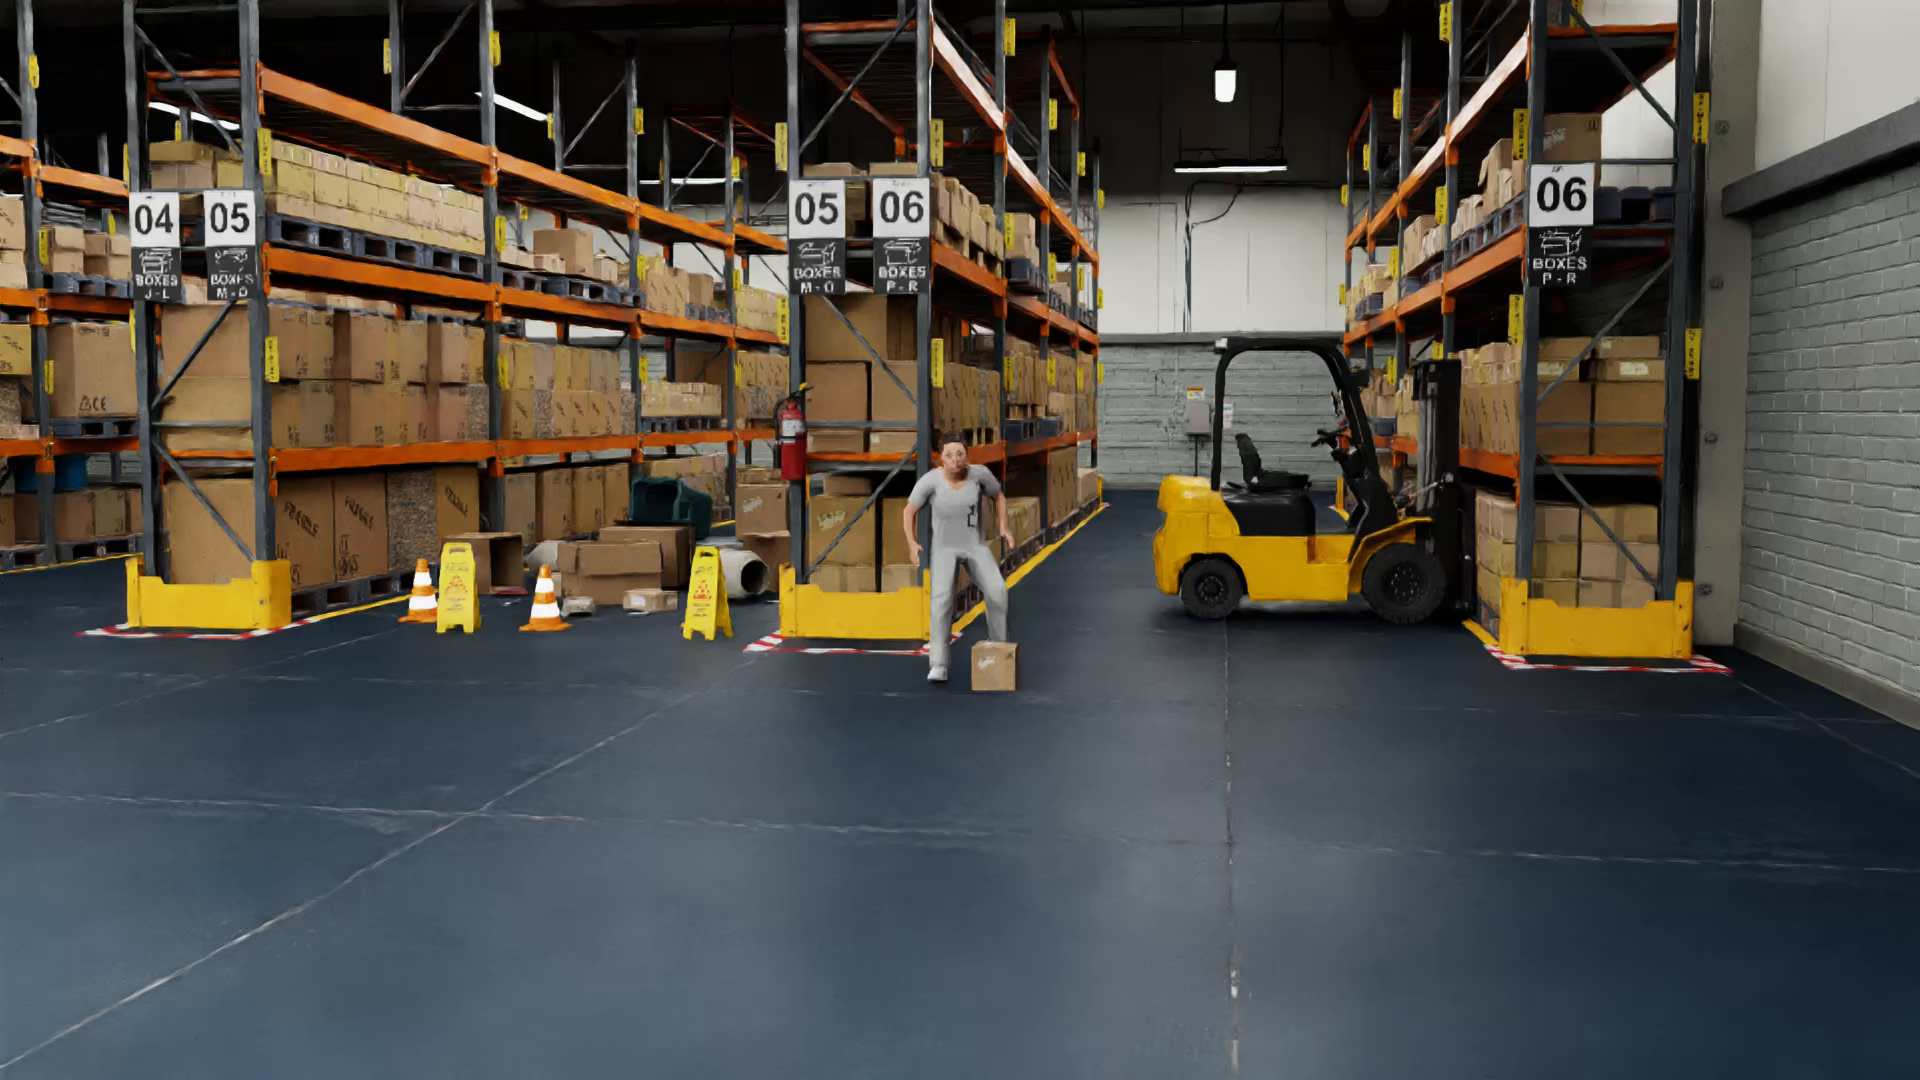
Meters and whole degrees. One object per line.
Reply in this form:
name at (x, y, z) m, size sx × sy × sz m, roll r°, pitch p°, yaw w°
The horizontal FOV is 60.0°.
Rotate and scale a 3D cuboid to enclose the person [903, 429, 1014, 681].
person at (0.007, 0.082, 9.956) m, size 0.667 × 1.485 × 0.730 m, roll 0°, pitch 5°, yaw -6°
